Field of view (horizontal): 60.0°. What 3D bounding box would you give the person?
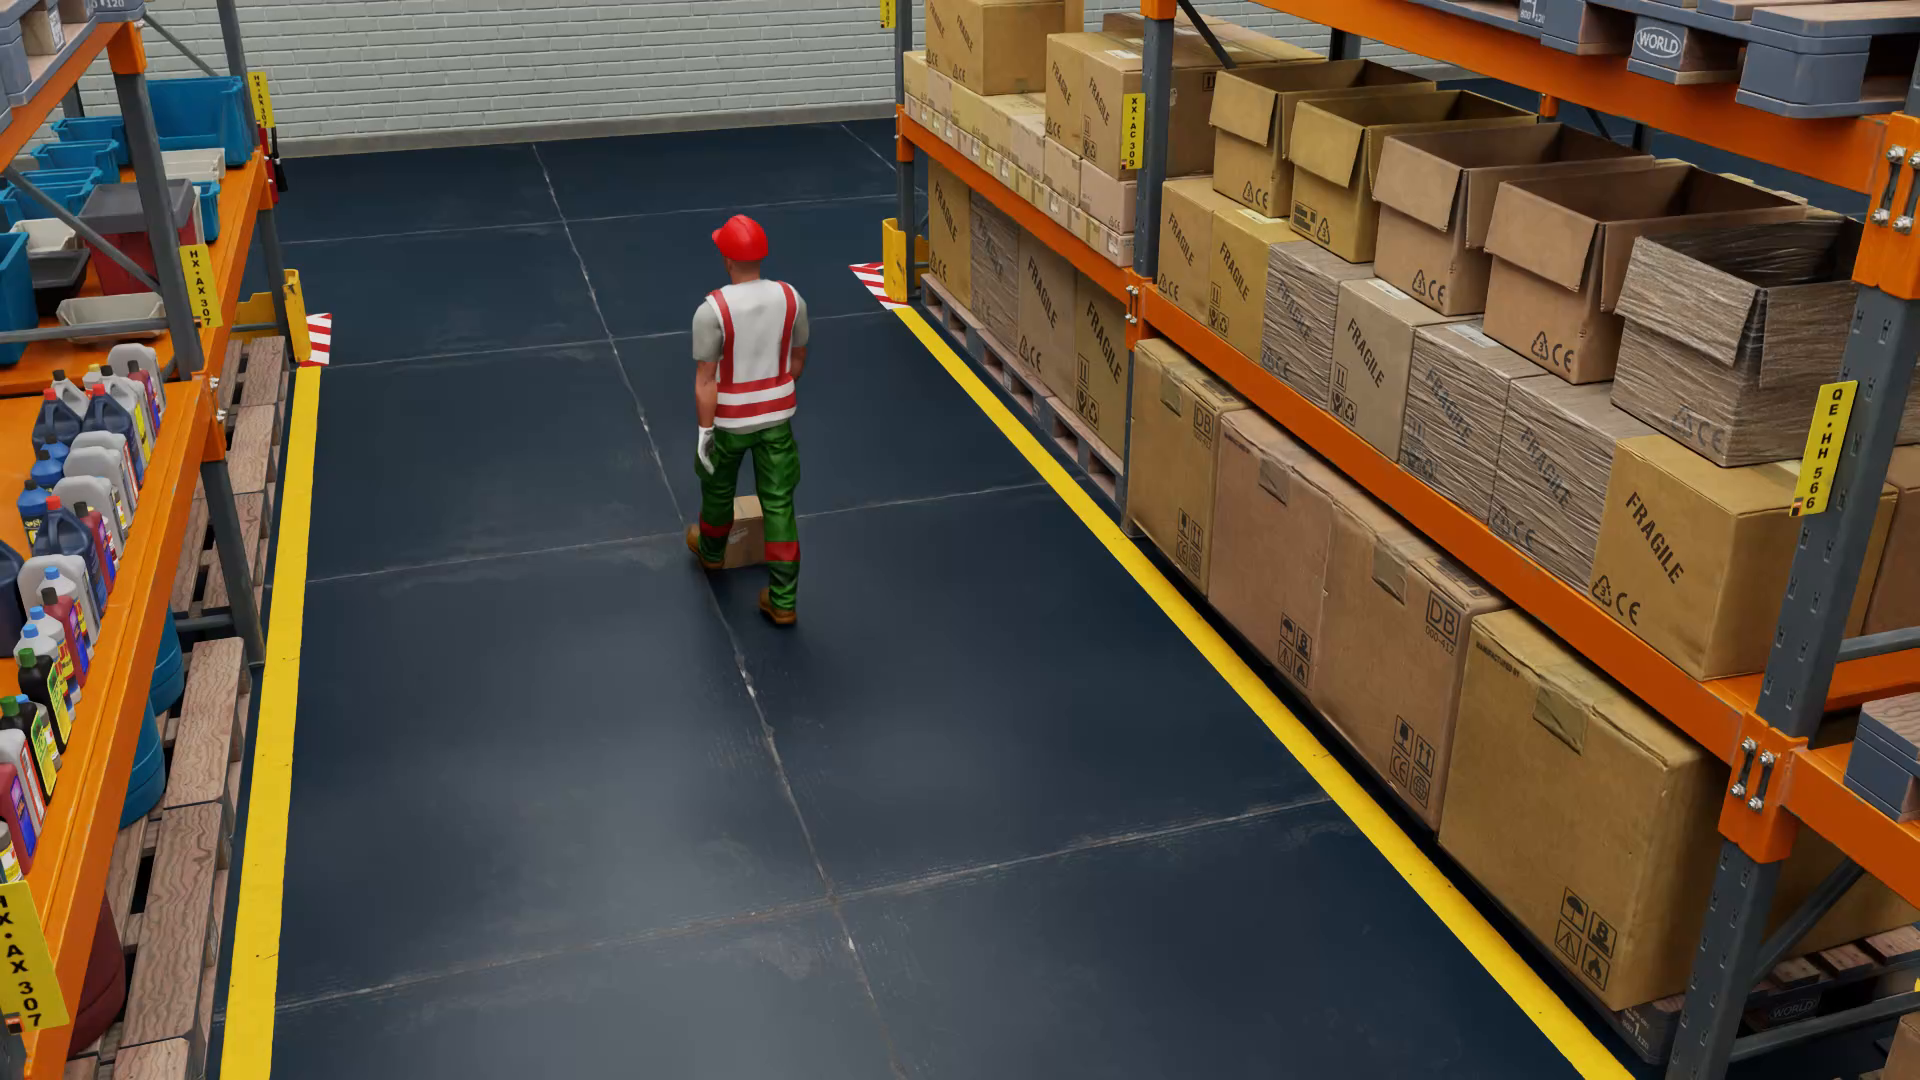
[{"bbox_3d":[-0.947,-0.591,7.263,0.547,1.748,0.927,-10,28,-20],"label":"person"}]
